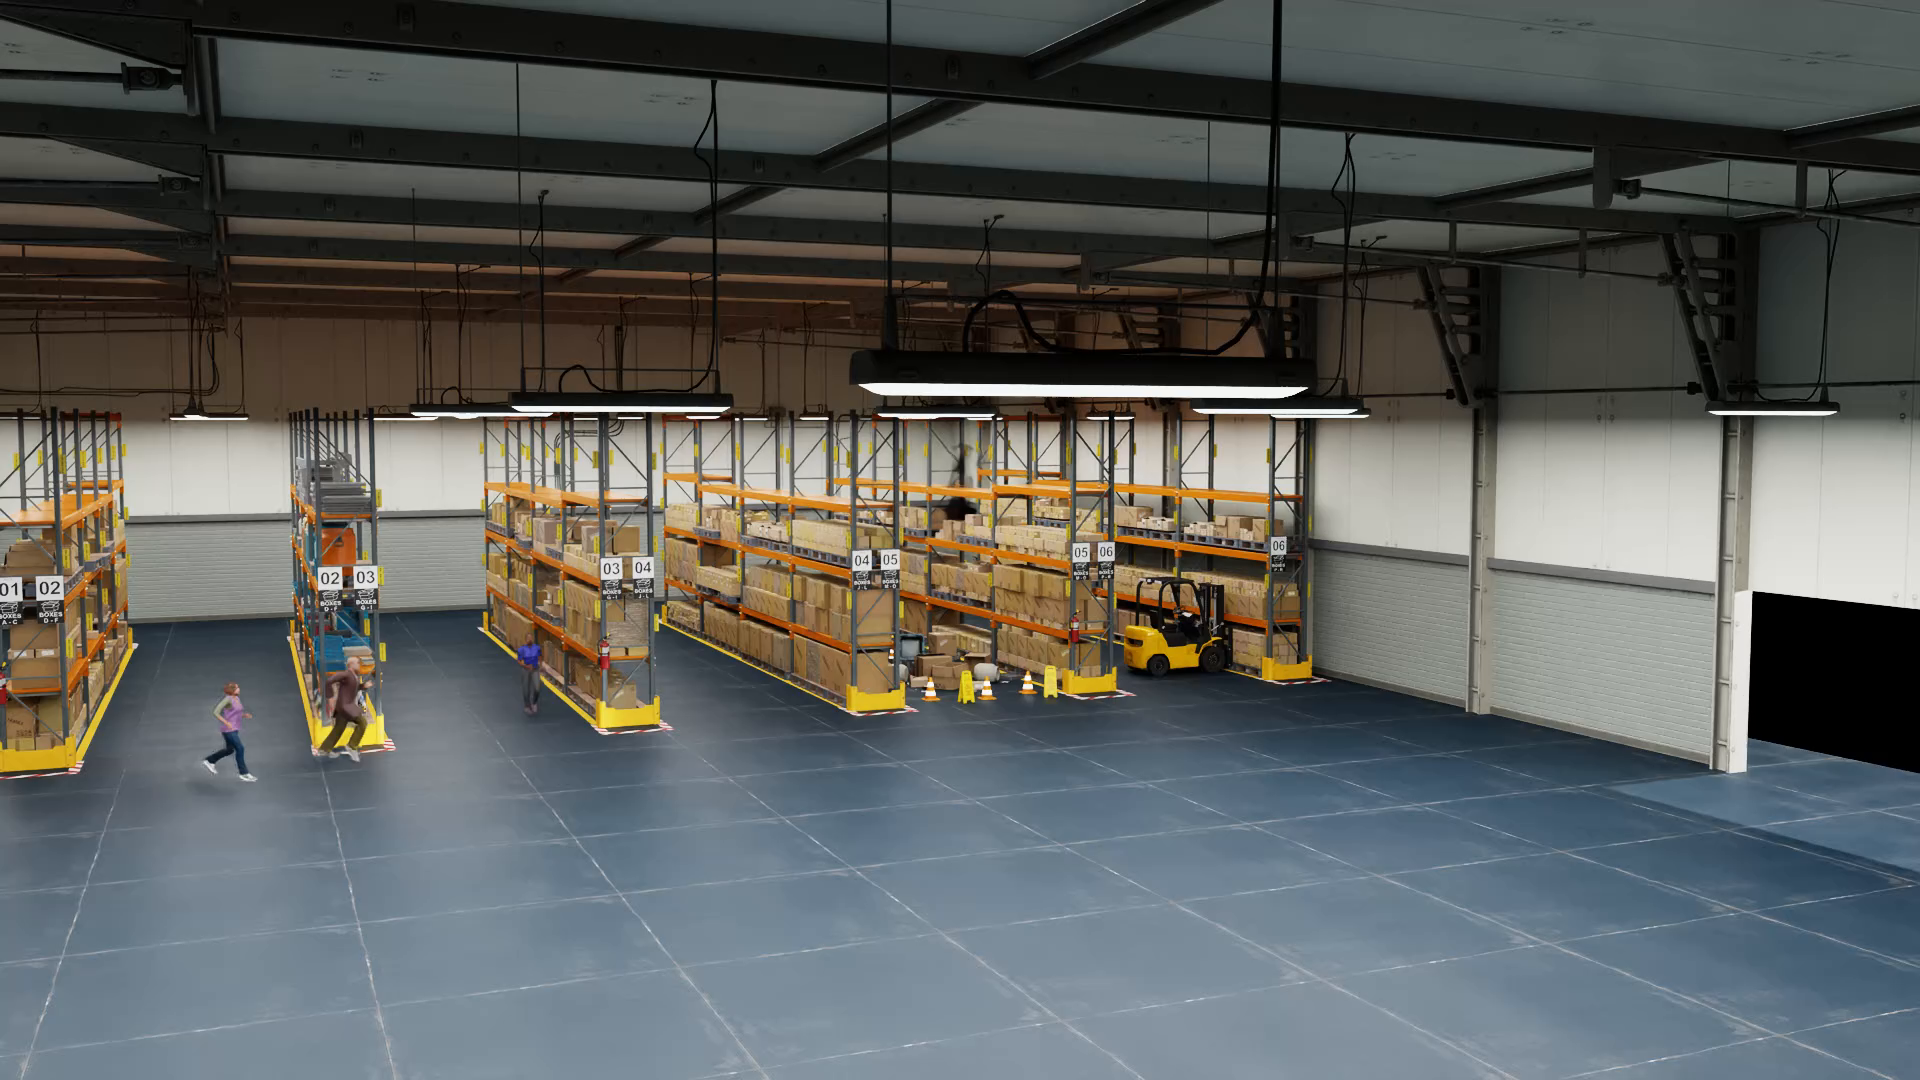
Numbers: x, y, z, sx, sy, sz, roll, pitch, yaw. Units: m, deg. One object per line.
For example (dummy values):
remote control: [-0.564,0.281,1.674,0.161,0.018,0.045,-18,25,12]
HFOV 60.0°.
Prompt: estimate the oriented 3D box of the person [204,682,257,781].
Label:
person: [-11.707,3.065,26.589,0.873,1.599,0.544,0,4,-3]

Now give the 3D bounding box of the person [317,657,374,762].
person: [-10.437,2.877,28.222,0.955,1.785,0.687,-1,4,-11]

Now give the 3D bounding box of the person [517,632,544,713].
person: [-8.410,2.616,32.624,0.542,1.613,0.720,-2,4,-26]
